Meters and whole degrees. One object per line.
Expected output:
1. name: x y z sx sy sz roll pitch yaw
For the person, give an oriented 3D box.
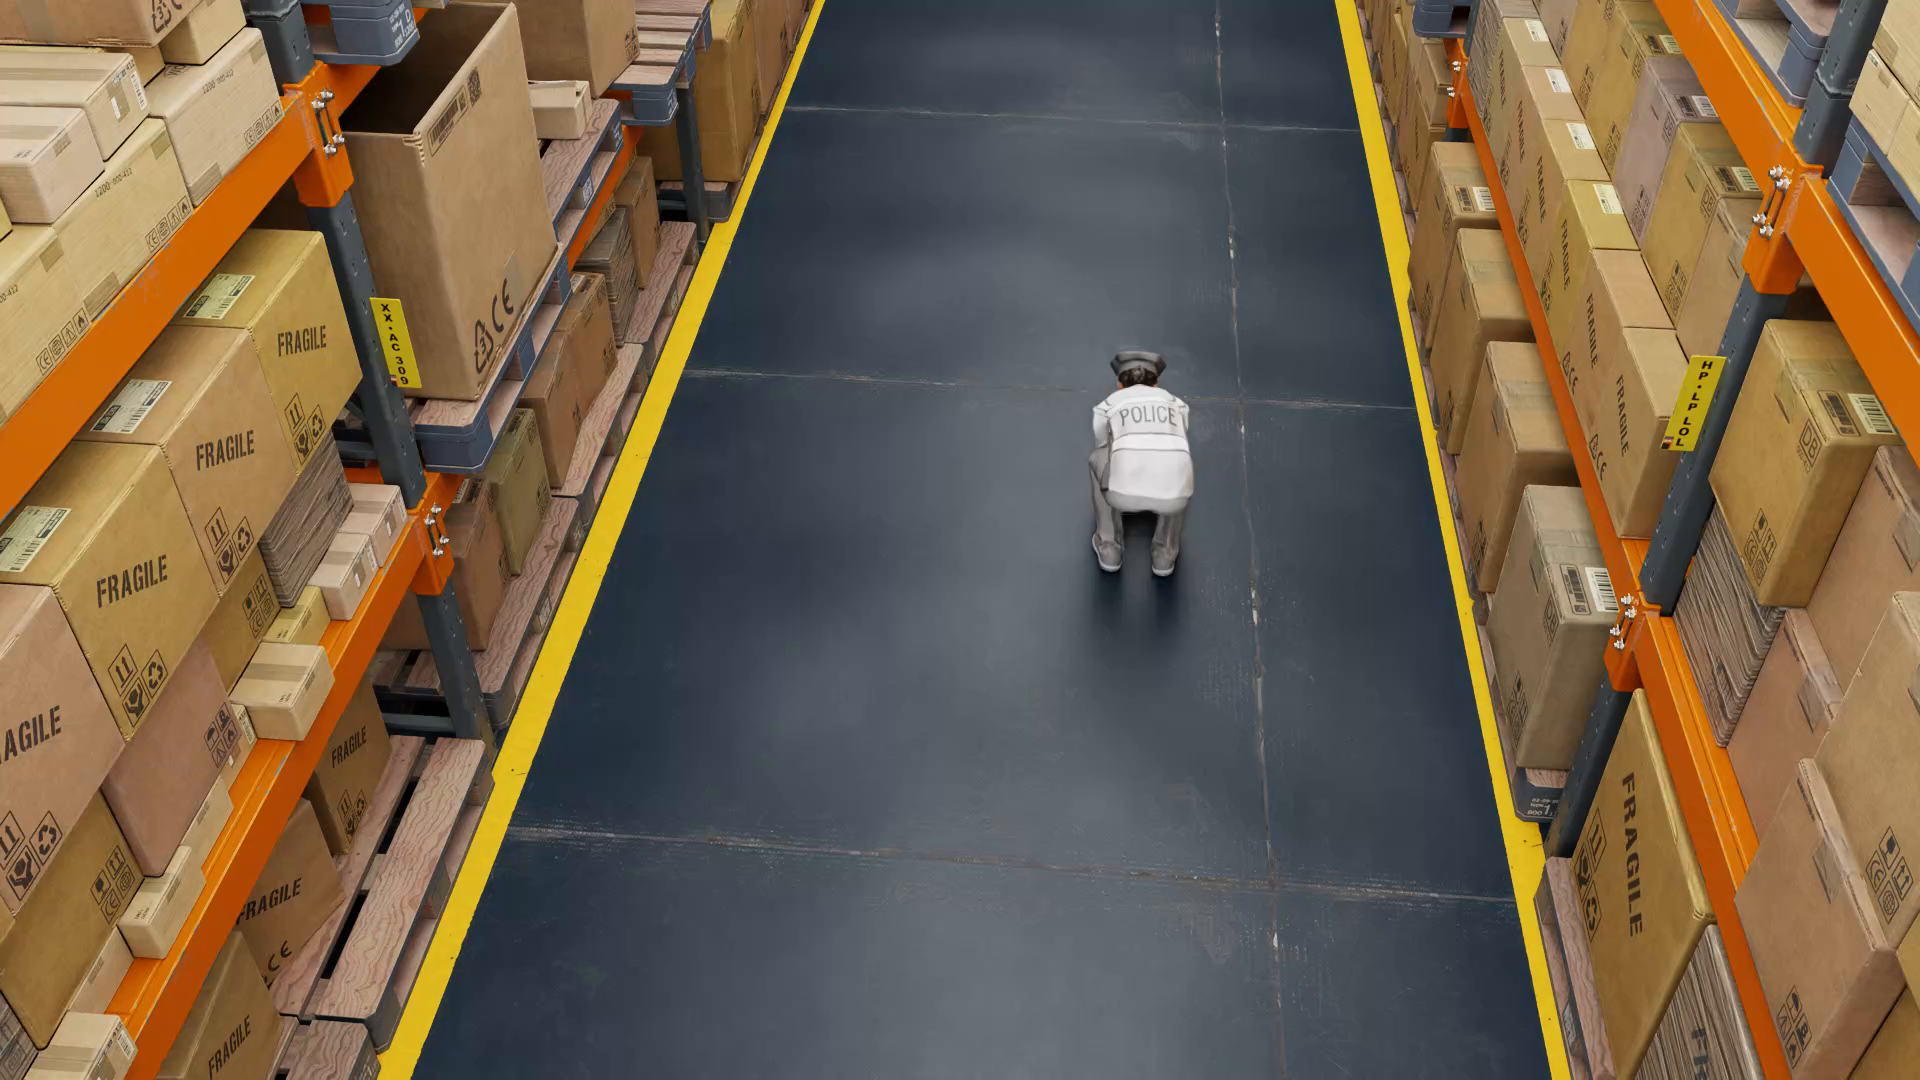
1. person: 0.789 -0.317 7.253 0.455 0.761 0.915 2 40 3
